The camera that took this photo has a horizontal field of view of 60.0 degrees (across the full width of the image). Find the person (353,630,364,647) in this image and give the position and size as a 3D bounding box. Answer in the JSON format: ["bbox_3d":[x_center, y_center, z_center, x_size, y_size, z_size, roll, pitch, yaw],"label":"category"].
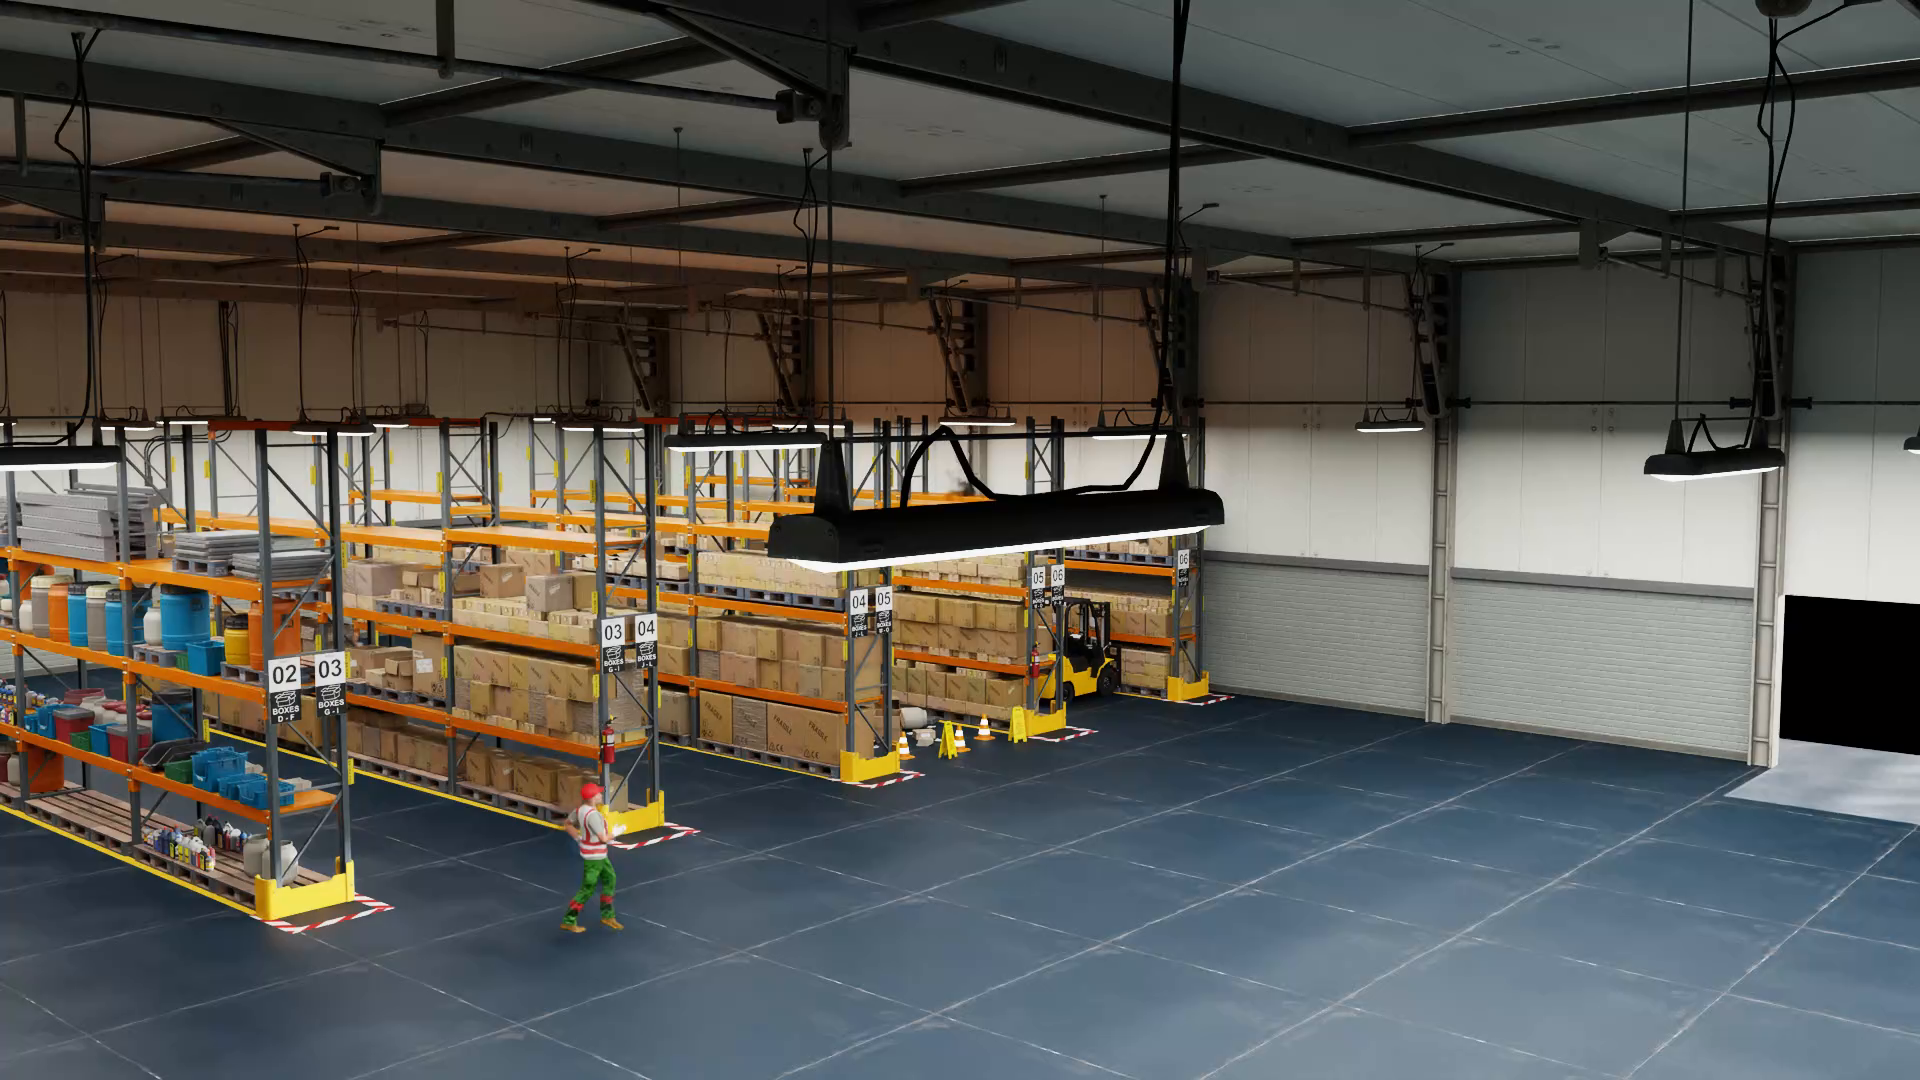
[{"bbox_3d":[-12.330,2.655,33.864,0.908,1.681,0.554,4,6,38],"label":"person"}]

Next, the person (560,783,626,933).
[{"bbox_3d":[-4.361,3.789,19.729,0.801,1.844,0.647,-2,5,-22],"label":"person"}]
